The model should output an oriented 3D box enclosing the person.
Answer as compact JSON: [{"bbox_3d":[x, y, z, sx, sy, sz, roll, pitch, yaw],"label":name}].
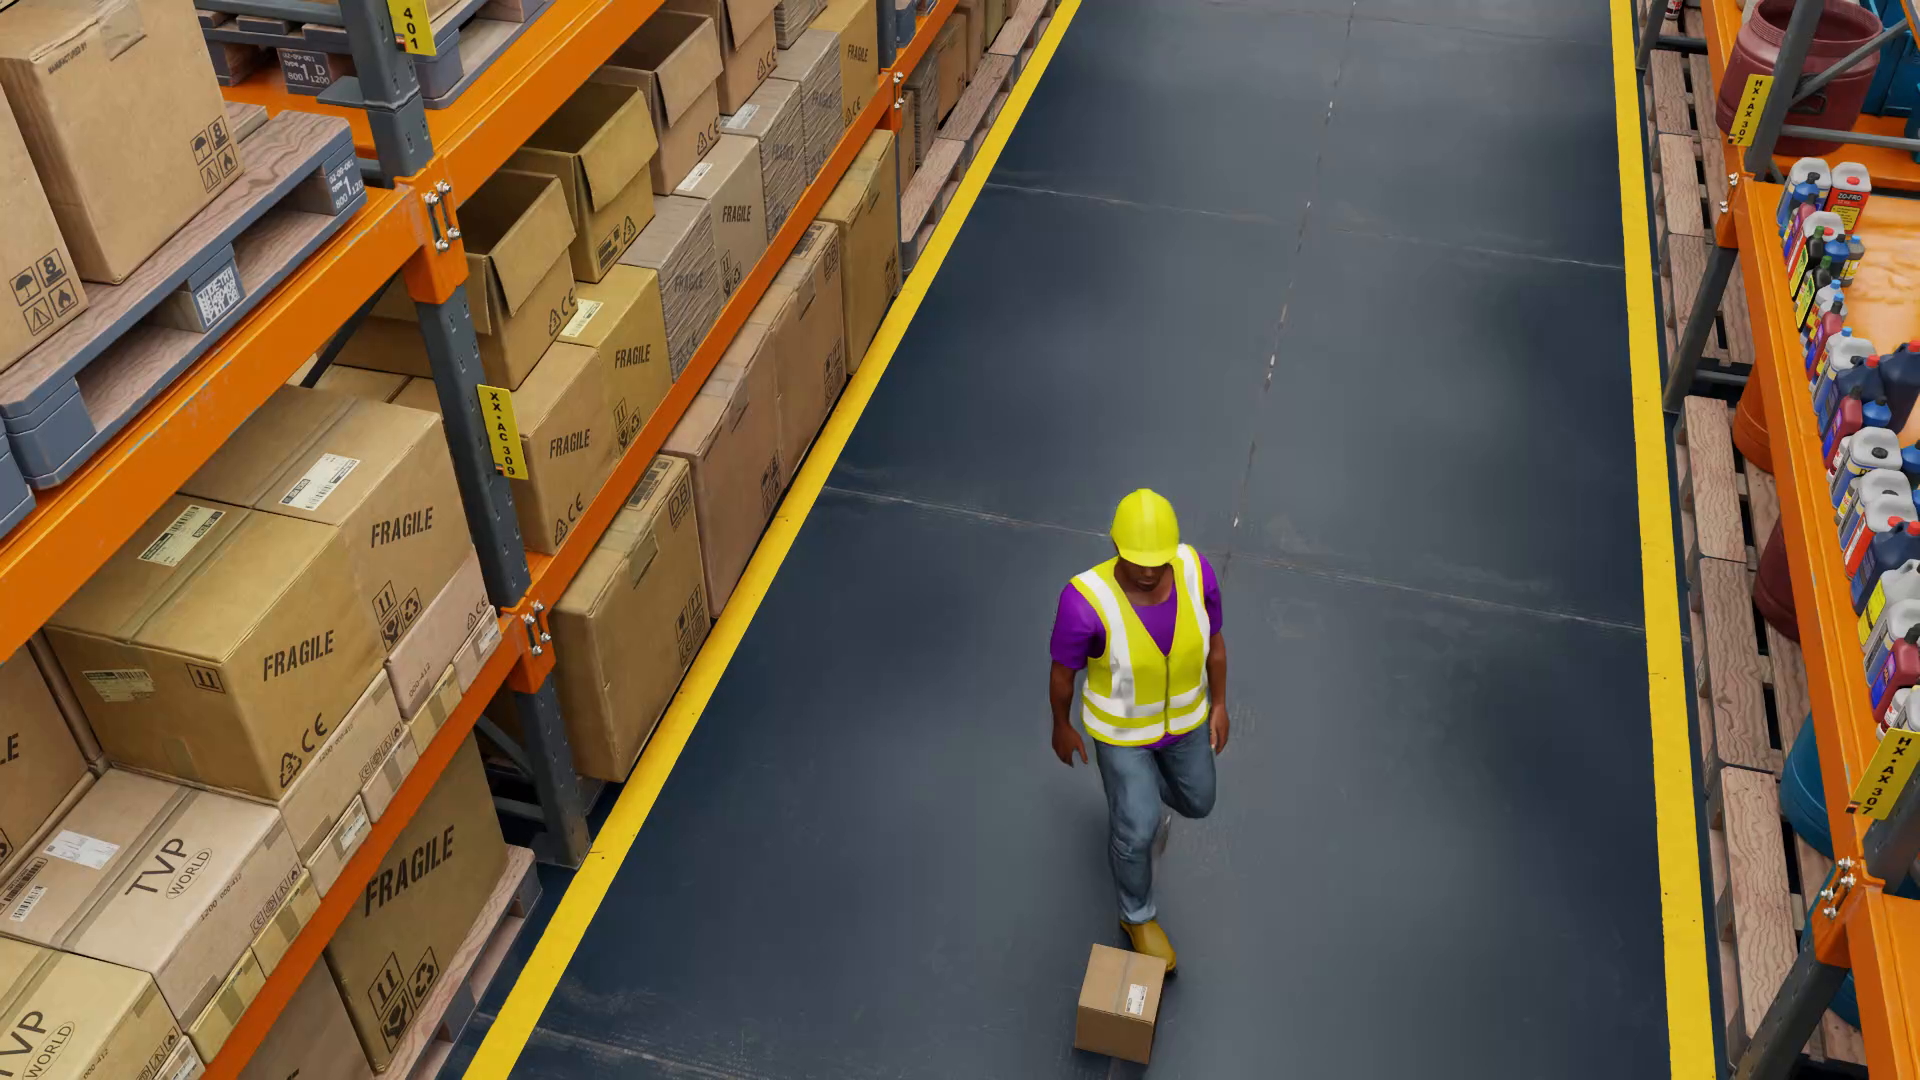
[{"bbox_3d":[0.616,0.600,5.453,0.583,1.744,0.785,-16,43,-17],"label":"person"}]
